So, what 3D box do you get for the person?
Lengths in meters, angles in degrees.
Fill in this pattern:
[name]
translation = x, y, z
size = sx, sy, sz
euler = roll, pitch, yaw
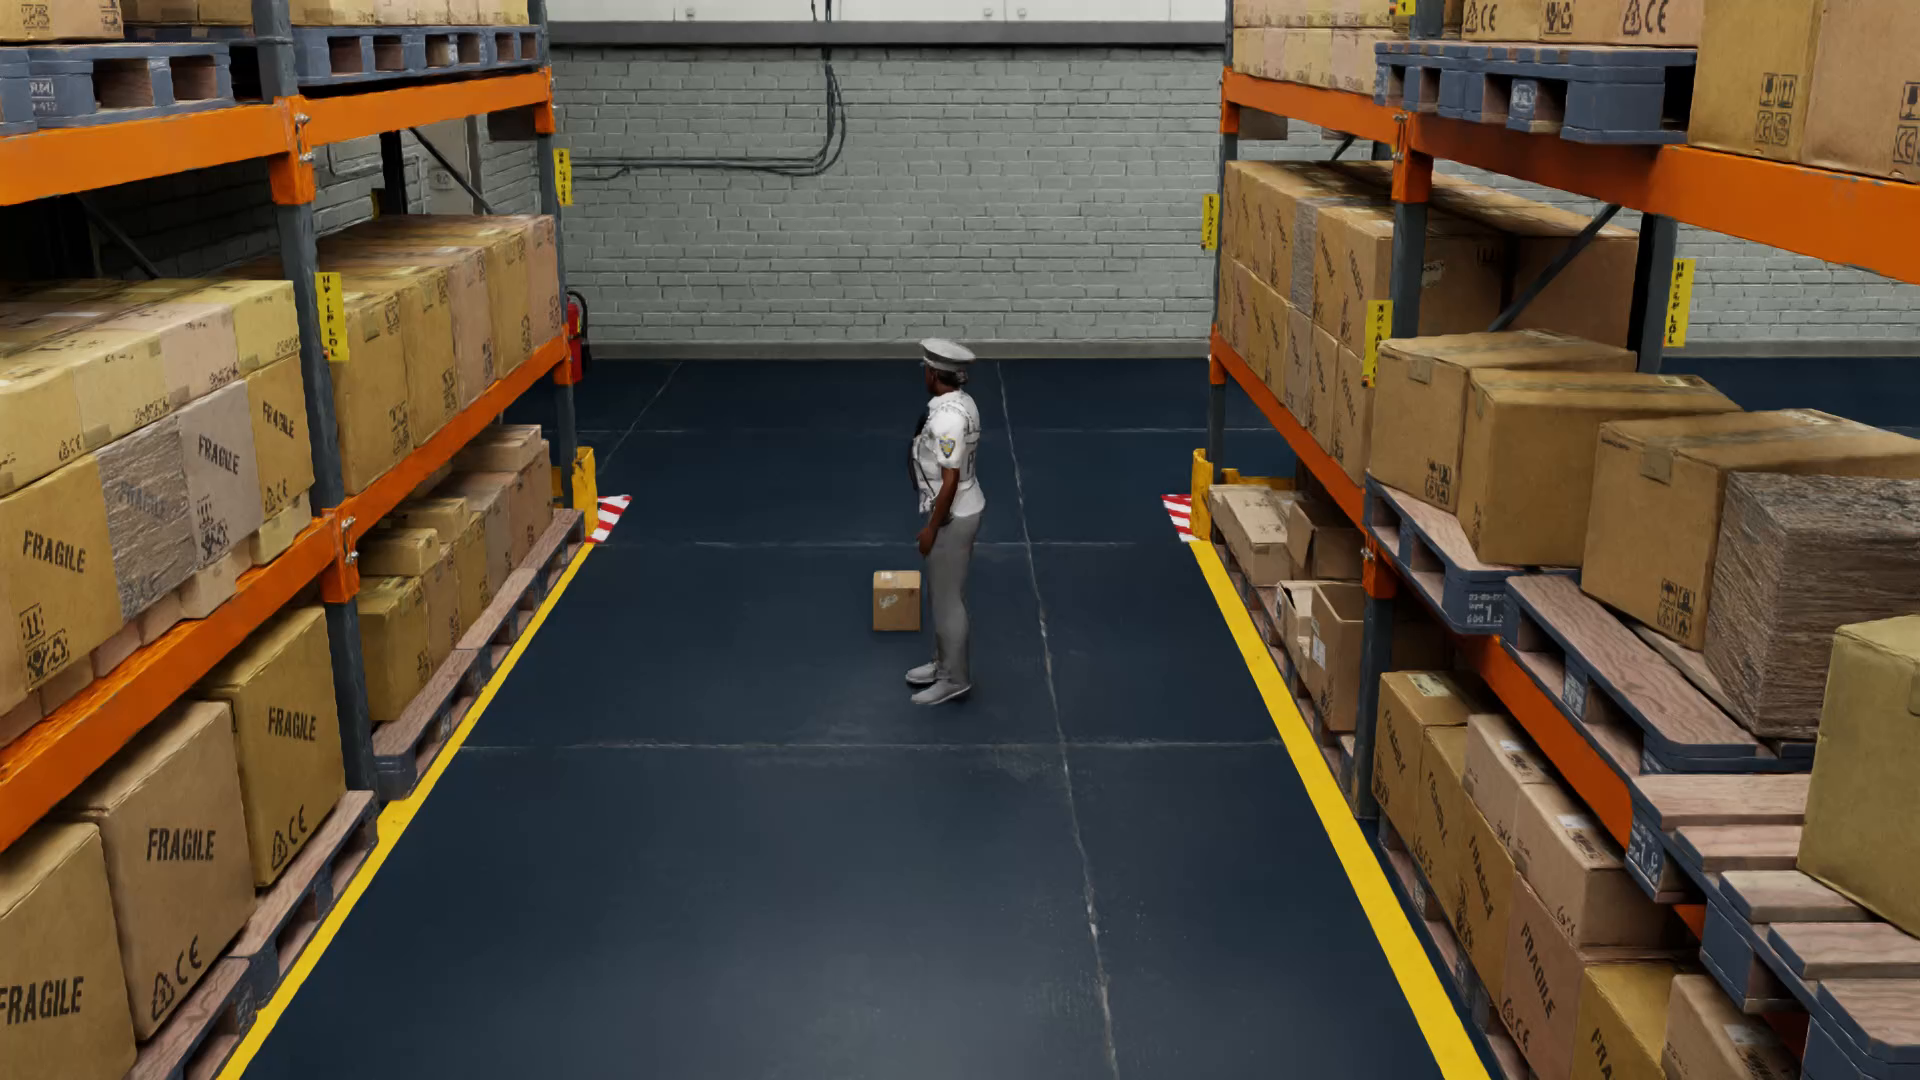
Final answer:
[person]
translation = -0.075, -0.085, 7.787
size = 0.388, 1.715, 0.500
euler = 2, 17, 6
